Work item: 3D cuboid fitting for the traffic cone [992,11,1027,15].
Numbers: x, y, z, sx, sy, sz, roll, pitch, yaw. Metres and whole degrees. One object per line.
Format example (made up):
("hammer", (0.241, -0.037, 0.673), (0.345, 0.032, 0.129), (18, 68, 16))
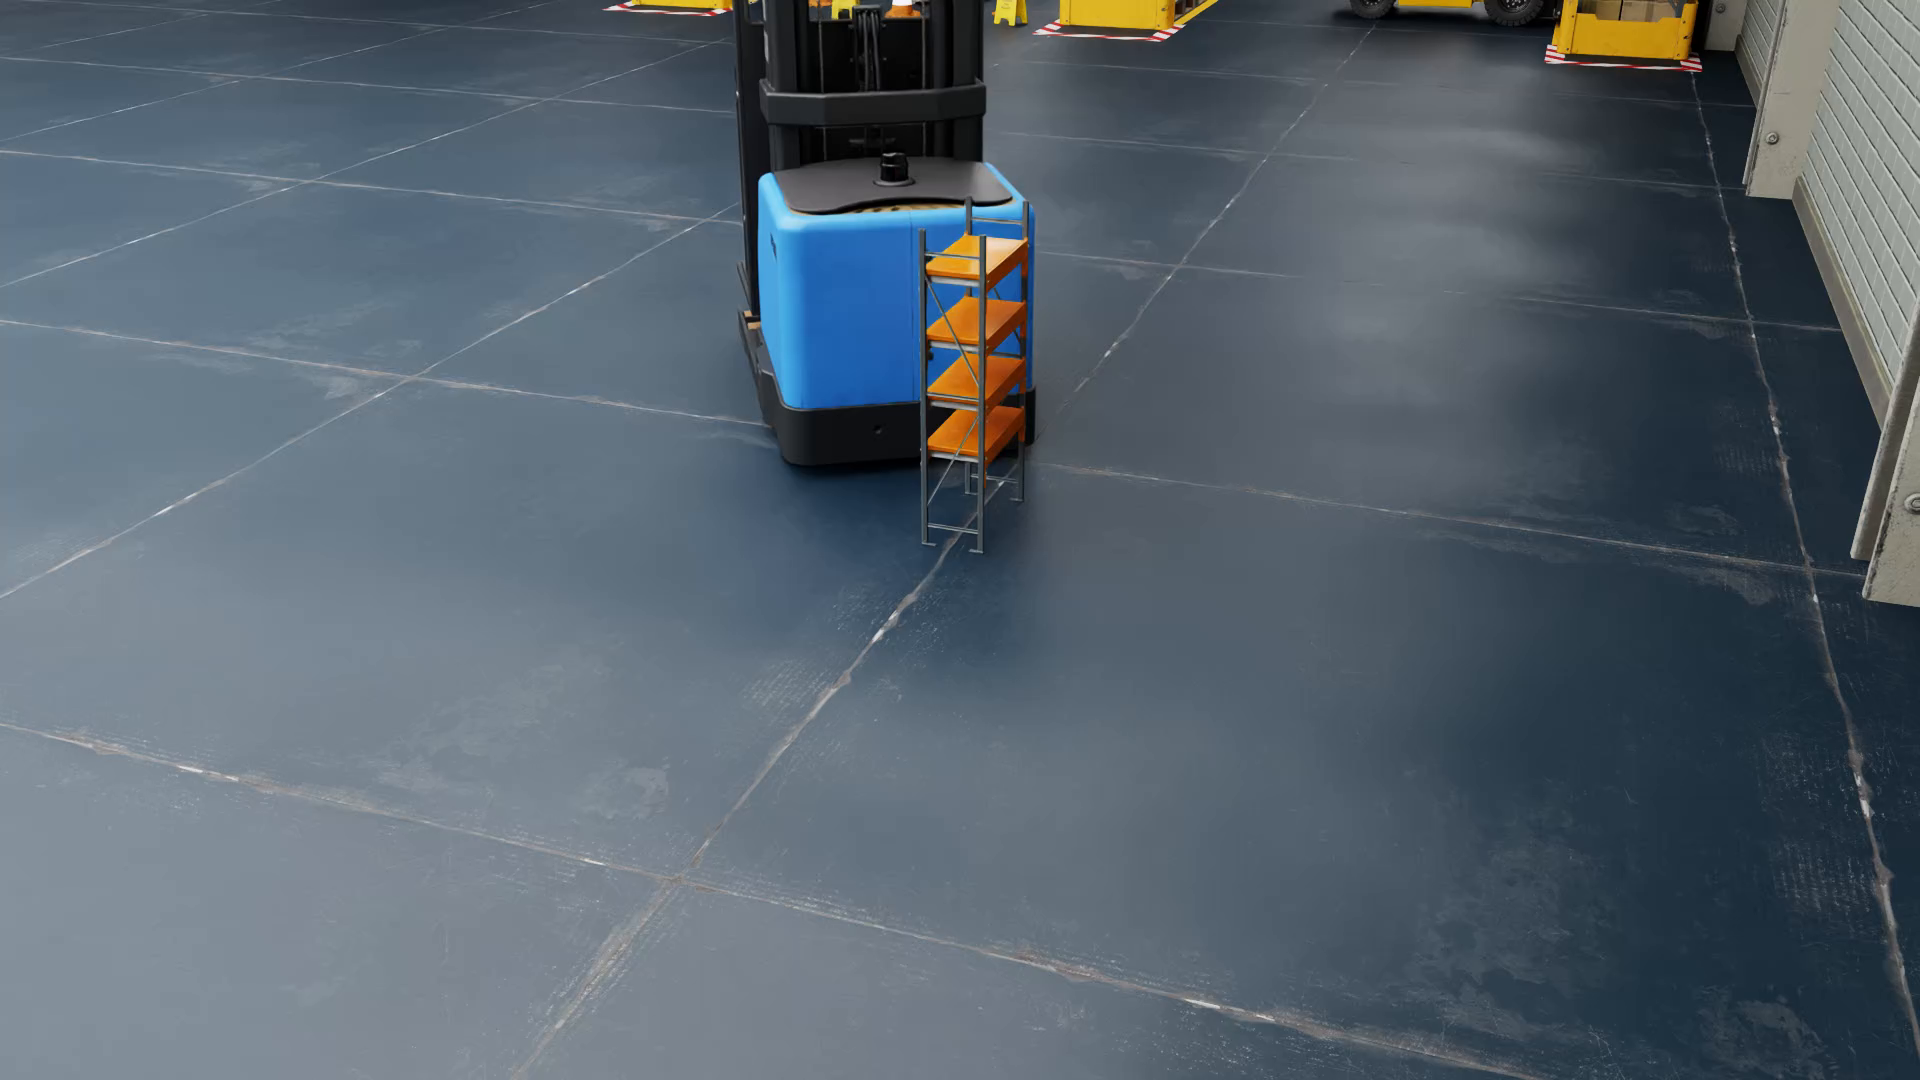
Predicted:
("traffic cone", (0.533, -5.919, 17.943), (0.336, 0.463, 0.334), (9, 27, 17))

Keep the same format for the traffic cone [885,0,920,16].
("traffic cone", (-0.627, -5.940, 17.987), (0.336, 0.463, 0.334), (9, 27, 17))

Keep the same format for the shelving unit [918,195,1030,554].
("shelving unit", (0.055, -0.608, 6.129), (0.258, 1.200, 0.503), (9, 27, 17))

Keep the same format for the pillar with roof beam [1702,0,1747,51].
("pillar with roof beam", (3.310, -9.458, 15.458), (9.100, 9.000, 0.400), (9, 27, 17))

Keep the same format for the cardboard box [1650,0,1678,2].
("cardboard box", (6.641, -5.318, 15.891), (0.500, 0.250, 0.500), (9, 27, 18))

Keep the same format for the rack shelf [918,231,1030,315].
("rack shelf", (0.055, -0.962, 5.958), (0.258, 0.148, 0.480), (9, 27, 17))

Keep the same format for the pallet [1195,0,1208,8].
("pallet", (2.343, -6.301, 19.022), (1.003, 0.211, 1.213), (9, 27, 17))

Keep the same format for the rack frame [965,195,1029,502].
("rack frame", (0.136, -0.708, 6.336), (0.240, 1.200, 0.015), (9, 27, 17))

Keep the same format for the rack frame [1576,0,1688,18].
("rack frame", (6.288, -5.978, 15.155), (1.000, 3.000, 0.127), (9, 27, 17))

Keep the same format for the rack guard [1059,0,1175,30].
("rack guard", (1.632, -5.603, 17.248), (1.175, 0.500, 0.348), (9, 27, 17))

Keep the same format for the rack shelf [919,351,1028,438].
("rack shelf", (0.055, -0.548, 6.158), (0.258, 0.148, 0.480), (9, 27, 17))

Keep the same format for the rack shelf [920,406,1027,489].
("rack shelf", (0.055, -0.369, 6.245), (0.258, 0.148, 0.480), (9, 27, 17))

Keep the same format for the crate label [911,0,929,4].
("crate label", (-0.424, -6.125, 18.744), (0.250, 0.136, 0.298), (-5, 26, -9))

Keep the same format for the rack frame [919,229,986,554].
("rack frame", (-0.026, -0.508, 5.922), (0.240, 1.200, 0.015), (9, 27, 17))

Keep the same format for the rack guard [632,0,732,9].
("rack guard", (-3.103, -6.238, 18.560), (1.175, 0.500, 0.348), (9, 27, 17))

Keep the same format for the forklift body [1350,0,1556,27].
("forklift body", (5.199, -6.640, 17.496), (2.313, 2.155, 1.214), (9, 27, 17))

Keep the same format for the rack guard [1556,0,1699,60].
("rack guard", (6.280, -4.843, 15.680), (1.175, 0.500, 0.348), (9, 27, 17))

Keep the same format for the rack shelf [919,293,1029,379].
("rack shelf", (0.055, -0.749, 6.061), (0.258, 0.148, 0.480), (9, 27, 17))

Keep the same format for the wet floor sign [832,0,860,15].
("wet floor sign", (-1.238, -6.014, 17.931), (0.267, 0.644, 0.232), (4, 26, 8))

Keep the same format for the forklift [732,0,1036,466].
("forklift", (-0.489, -2.238, 7.509), (1.130, 2.935, 3.031), (-5, 26, -10))

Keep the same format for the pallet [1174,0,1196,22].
("pallet", (1.935, -5.801, 17.990), (1.003, 0.211, 1.213), (9, 27, 17))

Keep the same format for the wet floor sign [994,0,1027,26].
("wet floor sign", (0.534, -5.714, 17.311), (0.267, 0.644, 0.232), (20, 32, 35))

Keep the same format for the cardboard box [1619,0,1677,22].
("cardboard box", (6.636, -5.103, 16.021), (0.500, 0.250, 0.500), (9, 27, 18))

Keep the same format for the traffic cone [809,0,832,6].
("traffic cone", (-1.579, -6.243, 18.614), (0.336, 0.463, 0.334), (9, 27, 17))

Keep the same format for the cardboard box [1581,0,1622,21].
("cardboard box", (6.147, -5.169, 16.156), (0.500, 0.250, 0.500), (9, 27, 18))

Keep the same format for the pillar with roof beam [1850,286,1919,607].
("pillar with roof beam", (-0.683, -4.527, 5.273), (9.100, 9.000, 0.400), (9, 27, 17))

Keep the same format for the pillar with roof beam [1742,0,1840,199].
("pillar with roof beam", (1.314, -6.992, 10.366), (9.100, 9.000, 0.400), (9, 27, 17))
